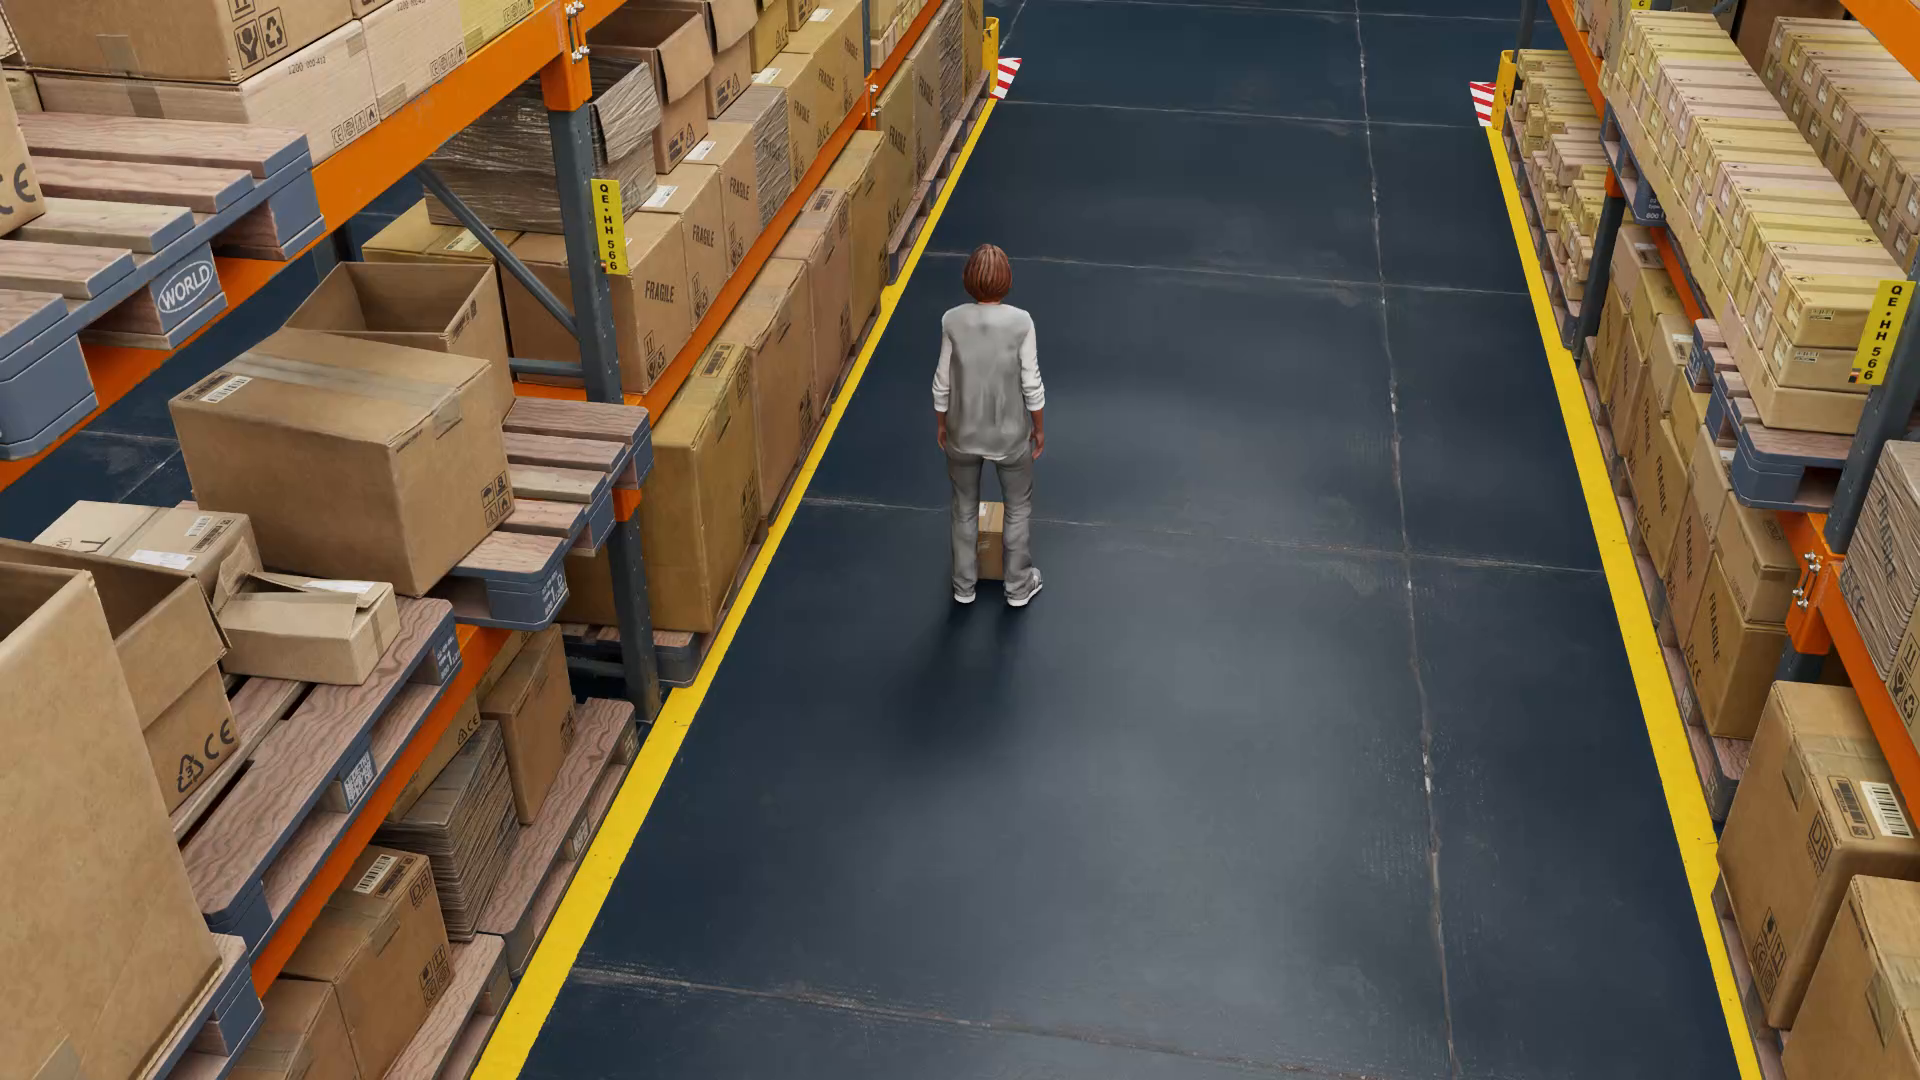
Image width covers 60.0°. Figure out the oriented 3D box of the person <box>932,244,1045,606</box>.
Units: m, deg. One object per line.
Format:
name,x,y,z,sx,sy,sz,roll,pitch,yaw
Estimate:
person,0.119,-0.431,6.817,0.460,1.591,0.346,5,33,8
